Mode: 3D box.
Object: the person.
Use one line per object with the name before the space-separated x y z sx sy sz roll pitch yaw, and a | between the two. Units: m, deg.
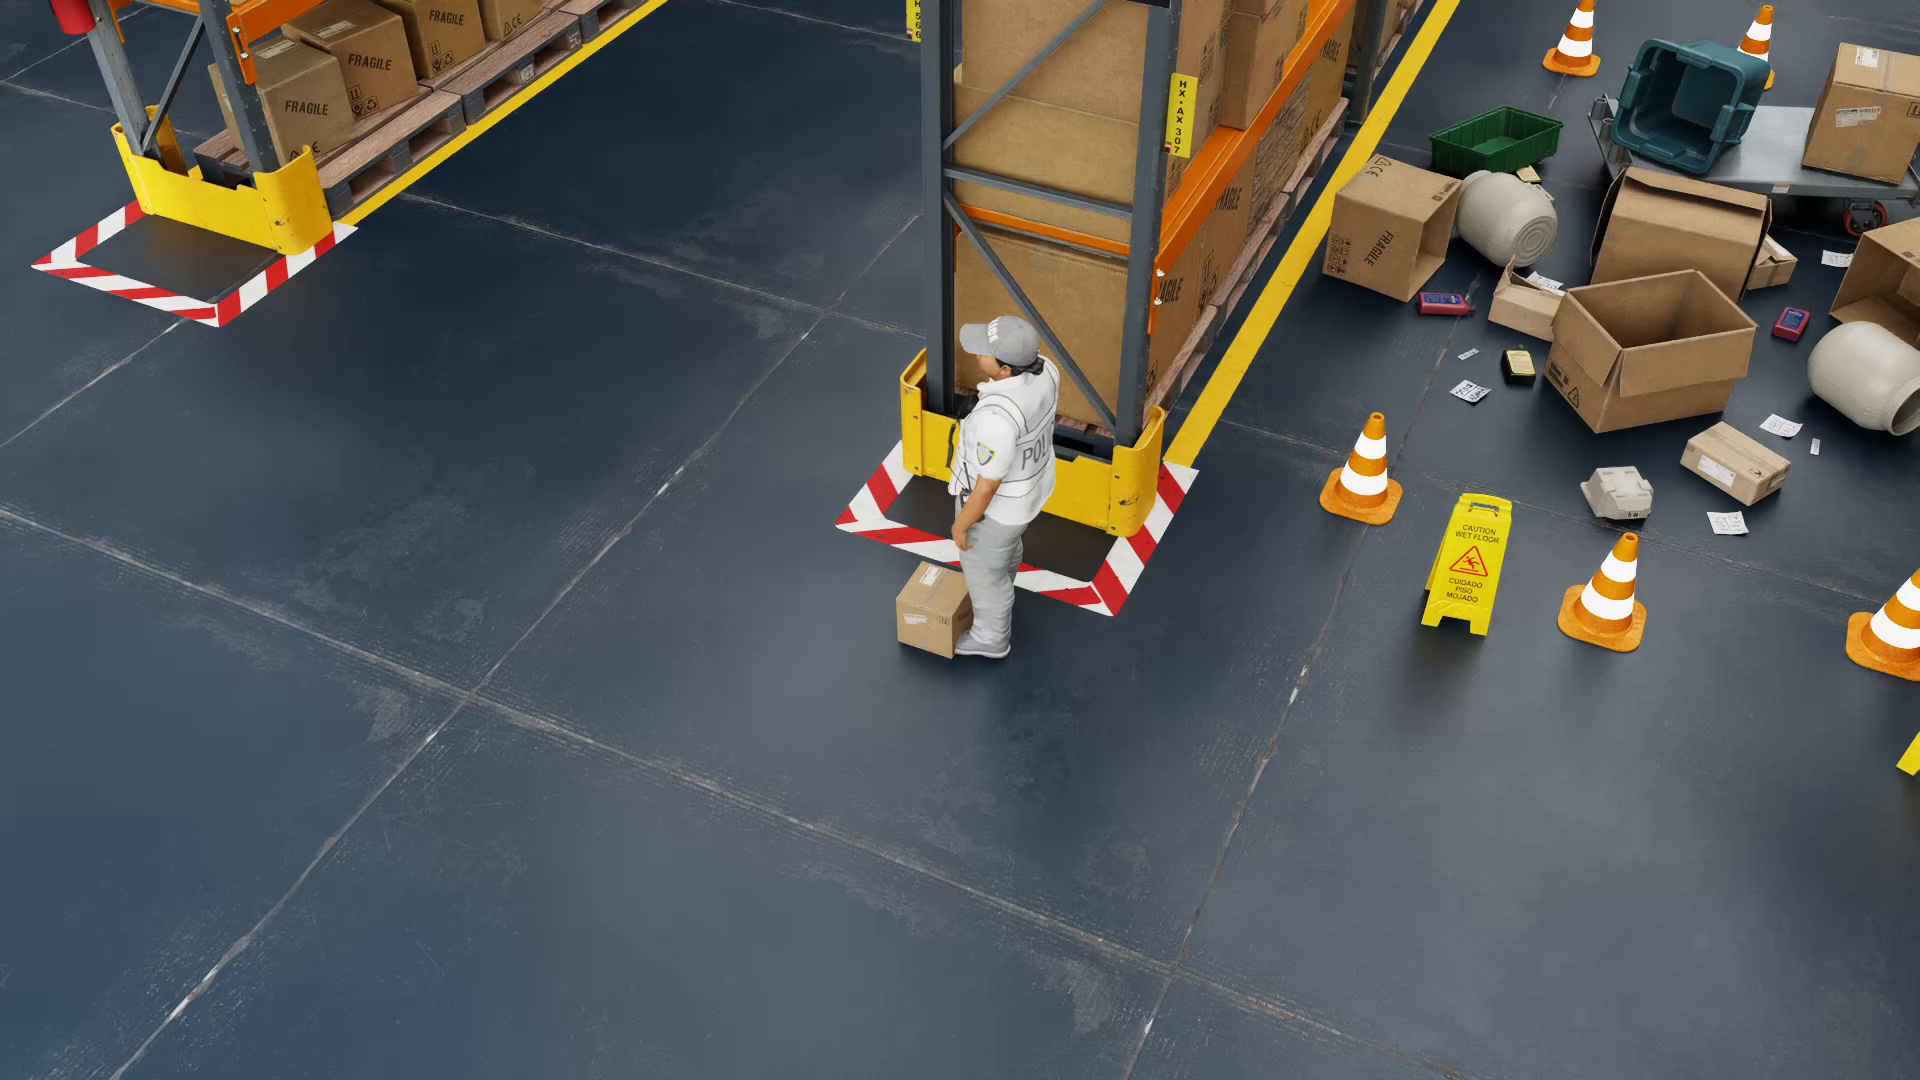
person | 0.090 -0.212 6.376 0.525 1.670 0.599 18 45 19
